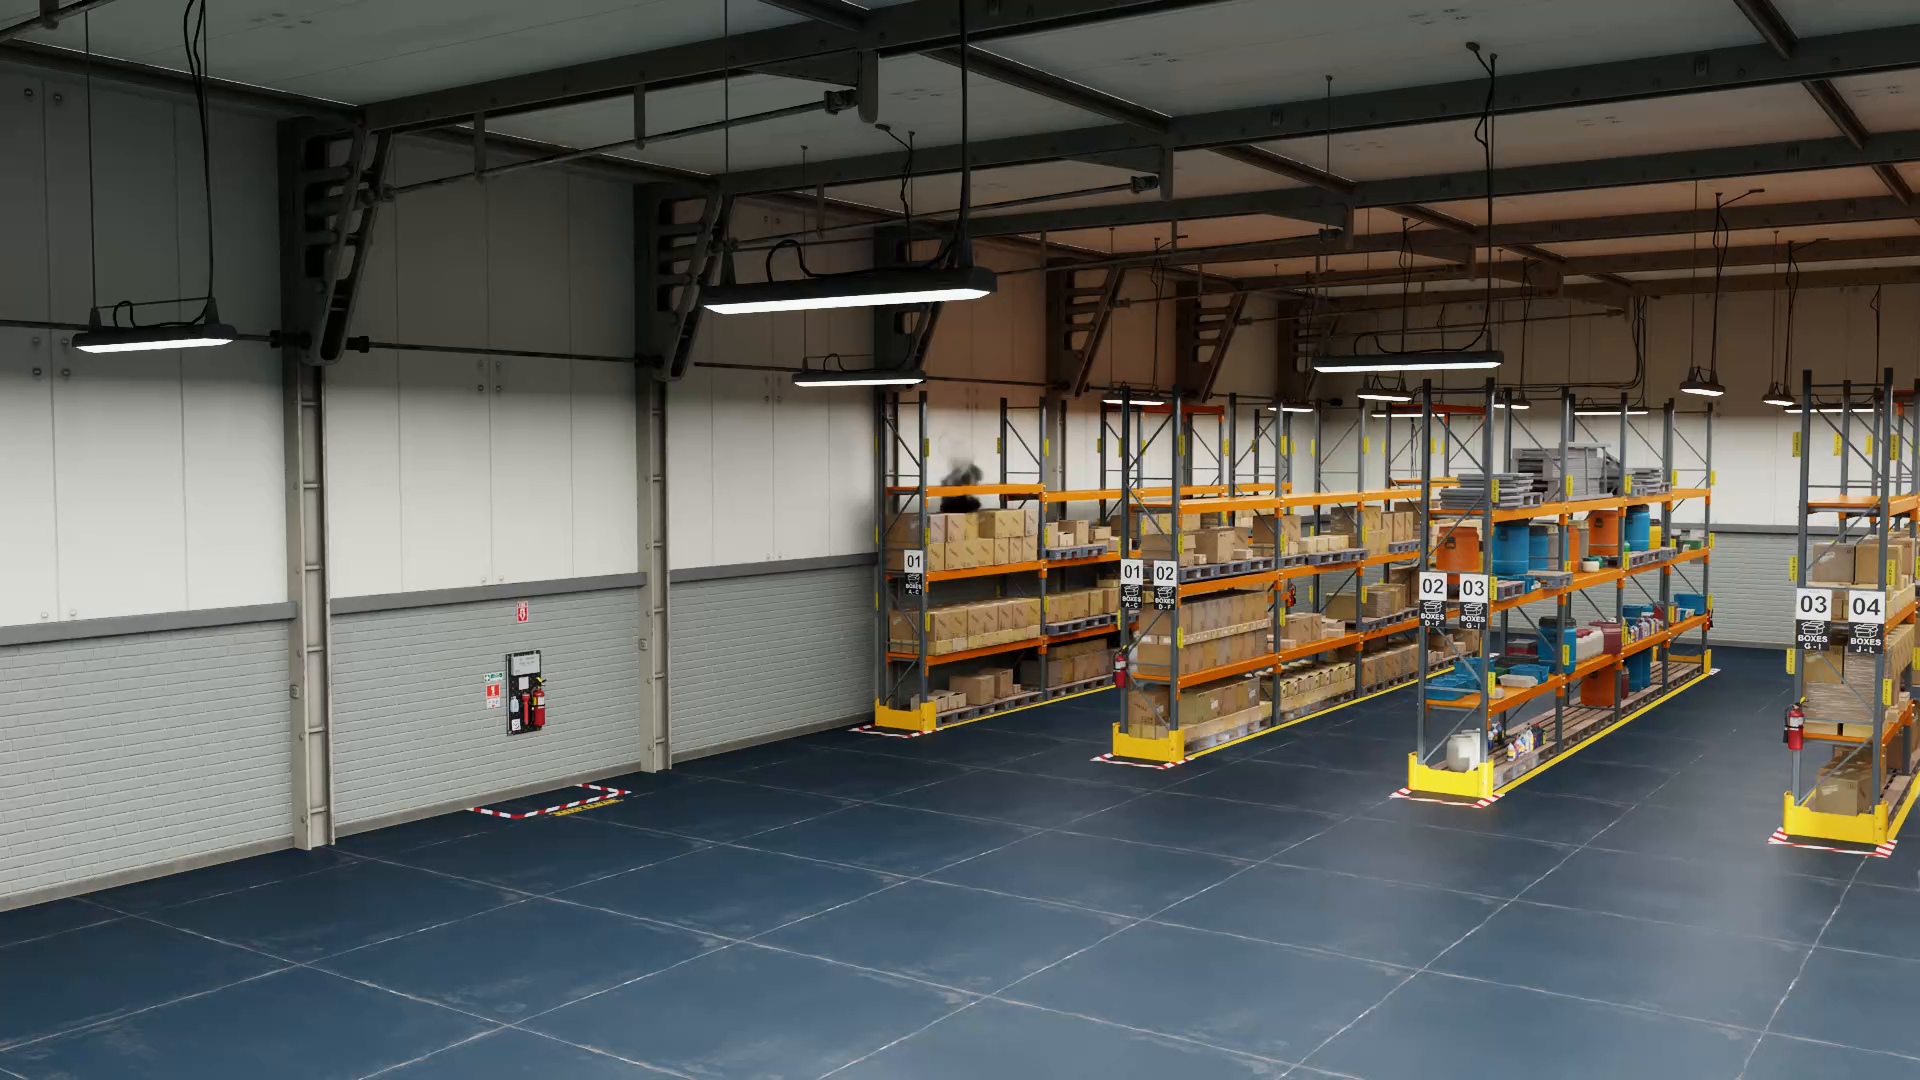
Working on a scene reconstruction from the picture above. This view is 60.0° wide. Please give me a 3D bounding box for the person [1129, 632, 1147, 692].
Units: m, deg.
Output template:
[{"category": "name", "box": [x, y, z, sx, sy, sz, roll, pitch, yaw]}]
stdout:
[{"category": "person", "box": [3.289, 2.492, 30.470, 0.565, 1.669, 0.761, 1, 3, 20]}]
